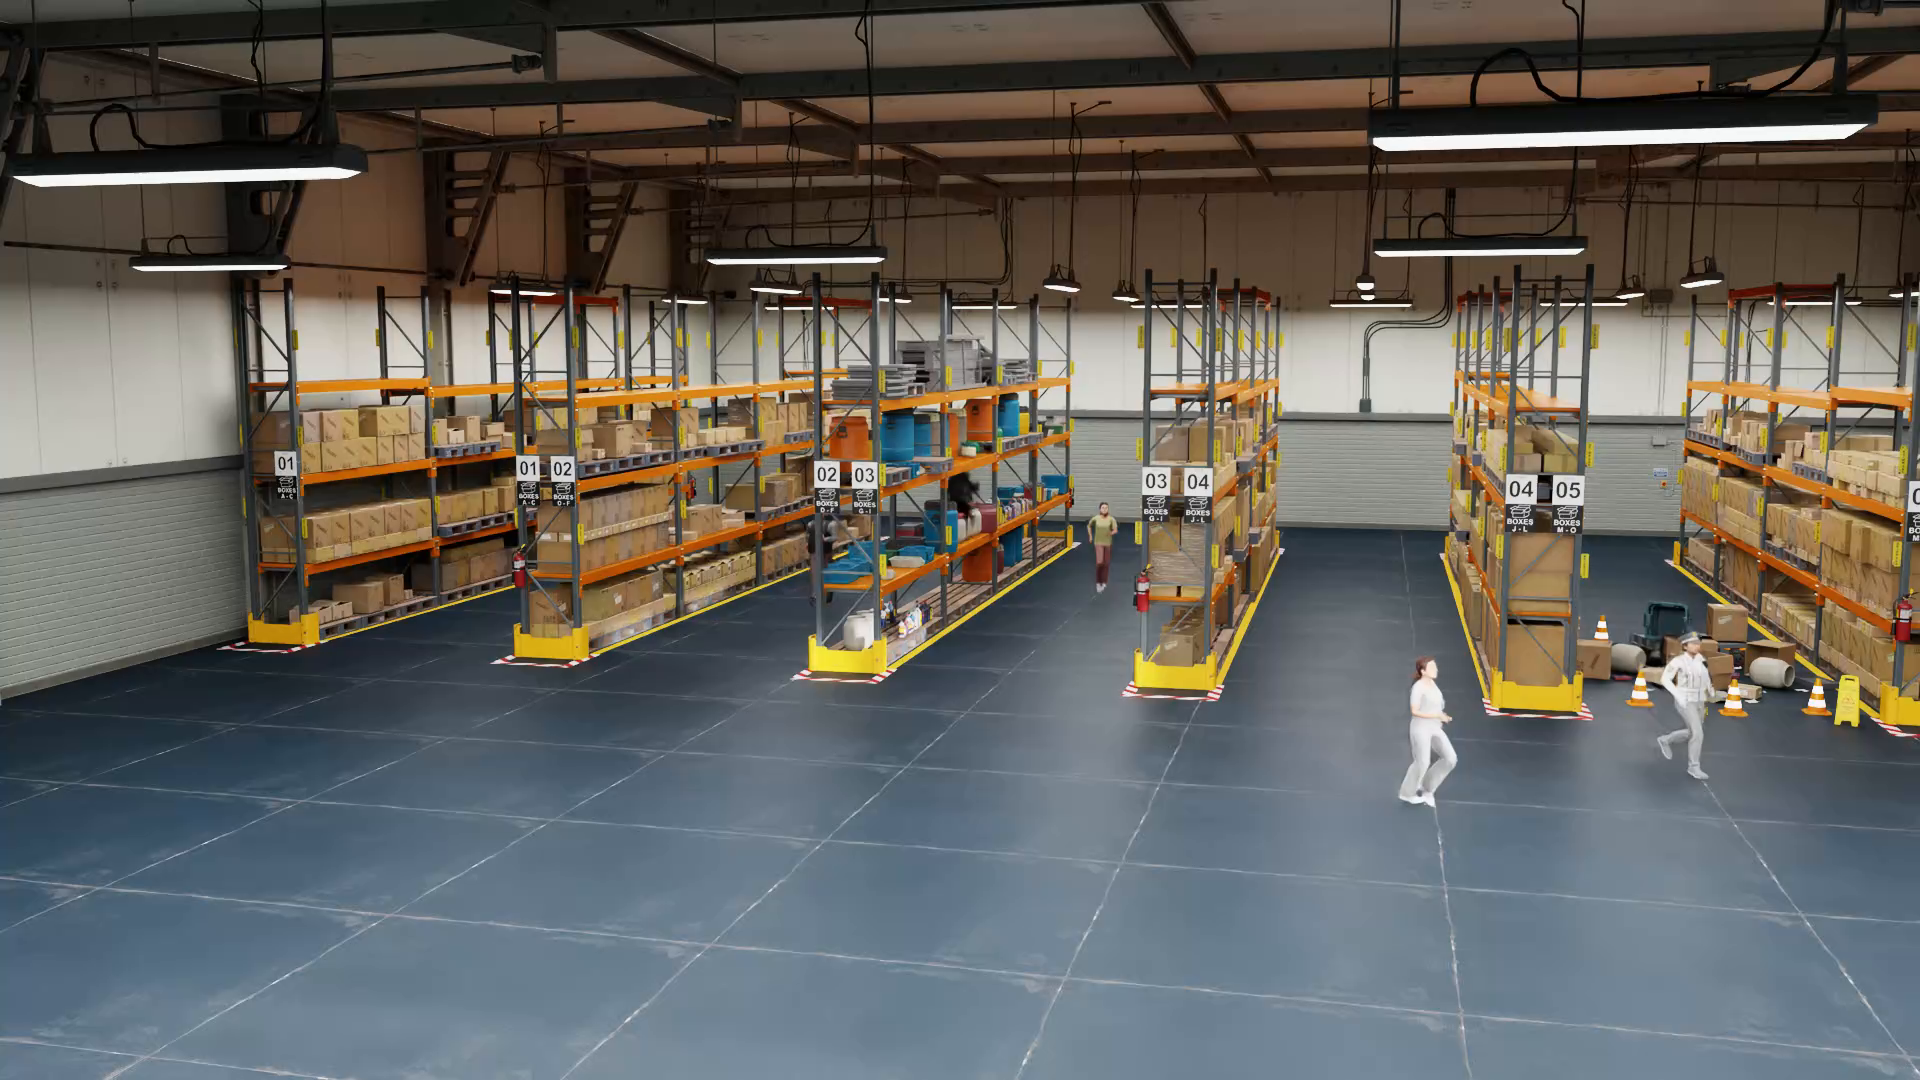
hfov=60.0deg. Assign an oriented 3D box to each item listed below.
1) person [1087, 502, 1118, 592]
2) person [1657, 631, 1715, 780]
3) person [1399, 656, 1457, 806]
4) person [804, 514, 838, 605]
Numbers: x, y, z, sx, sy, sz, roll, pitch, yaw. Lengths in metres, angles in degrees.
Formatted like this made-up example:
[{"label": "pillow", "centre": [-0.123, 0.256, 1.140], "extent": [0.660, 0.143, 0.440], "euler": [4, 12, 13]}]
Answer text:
[{"label": "person", "centre": [2.703, 0.134, 31.404], "extent": [0.549, 1.708, 0.646], "euler": [0, 7, -3]}, {"label": "person", "centre": [8.429, 1.880, 19.292], "extent": [0.612, 1.688, 0.726], "euler": [-3, 8, -24]}, {"label": "person", "centre": [5.008, 2.058, 17.781], "extent": [0.540, 1.650, 0.655], "euler": [-6, 9, -41]}, {"label": "person", "centre": [-2.497, 0.288, 29.750], "extent": [0.656, 1.761, 0.904], "euler": [1, 7, 8]}]
